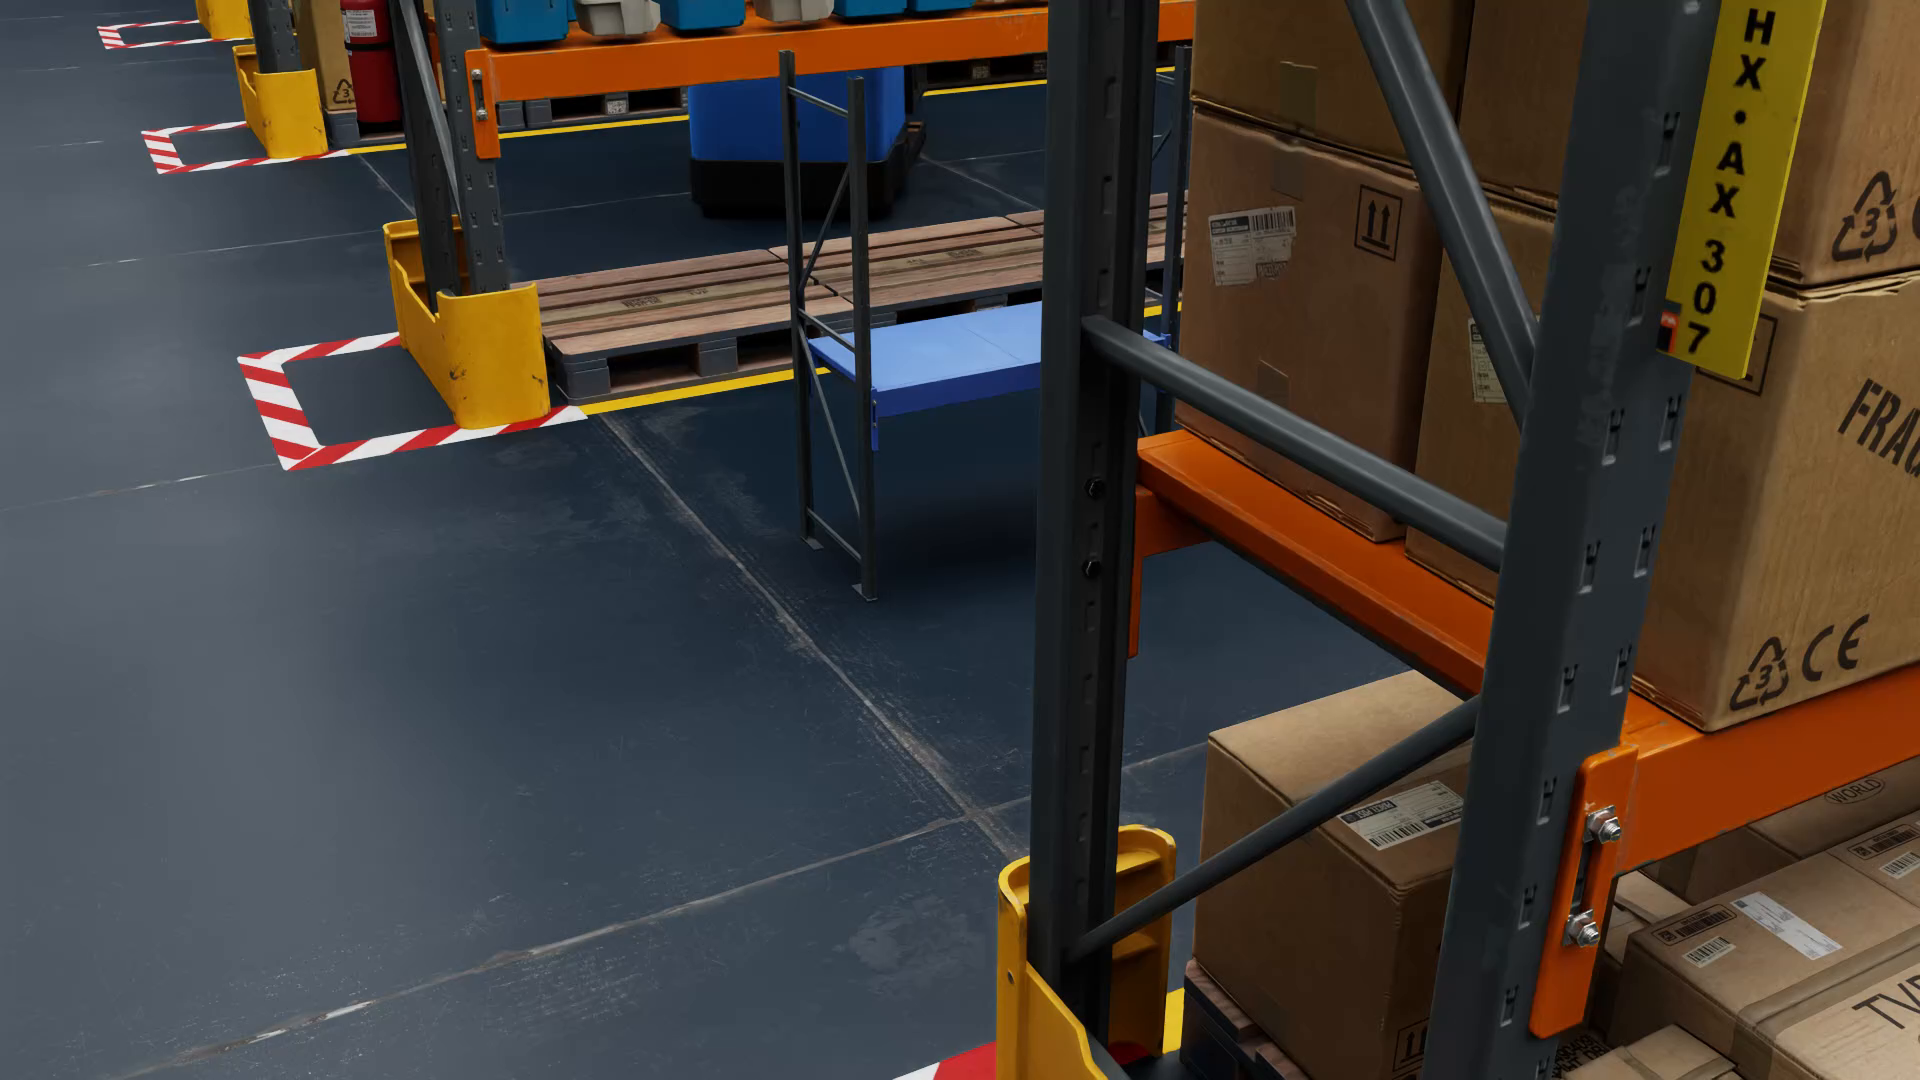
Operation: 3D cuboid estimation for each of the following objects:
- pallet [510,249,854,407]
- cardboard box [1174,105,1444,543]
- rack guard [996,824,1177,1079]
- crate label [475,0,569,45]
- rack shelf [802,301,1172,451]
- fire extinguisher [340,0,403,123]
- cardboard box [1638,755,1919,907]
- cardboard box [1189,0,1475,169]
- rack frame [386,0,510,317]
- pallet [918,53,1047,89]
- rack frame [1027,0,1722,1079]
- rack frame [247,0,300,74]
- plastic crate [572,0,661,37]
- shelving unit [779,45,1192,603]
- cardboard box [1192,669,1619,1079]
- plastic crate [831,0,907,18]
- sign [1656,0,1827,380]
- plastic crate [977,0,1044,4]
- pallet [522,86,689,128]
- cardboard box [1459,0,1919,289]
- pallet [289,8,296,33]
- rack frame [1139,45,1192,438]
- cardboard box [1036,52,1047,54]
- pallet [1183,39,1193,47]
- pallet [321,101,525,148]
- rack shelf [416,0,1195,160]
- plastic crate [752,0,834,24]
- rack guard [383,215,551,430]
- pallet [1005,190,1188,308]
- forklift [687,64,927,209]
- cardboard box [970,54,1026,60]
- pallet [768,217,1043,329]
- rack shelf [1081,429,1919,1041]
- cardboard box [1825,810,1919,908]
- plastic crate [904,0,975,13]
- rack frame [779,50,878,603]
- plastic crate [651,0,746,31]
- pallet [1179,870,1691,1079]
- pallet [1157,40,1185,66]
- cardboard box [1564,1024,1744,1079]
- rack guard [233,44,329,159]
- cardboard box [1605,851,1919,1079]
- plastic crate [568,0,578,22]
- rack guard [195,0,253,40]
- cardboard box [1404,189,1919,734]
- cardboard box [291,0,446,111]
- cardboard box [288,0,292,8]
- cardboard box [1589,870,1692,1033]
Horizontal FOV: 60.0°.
[{"bbox_3d":[-1.179,-0.910,6.901,1.213,0.211,1.003,-13,29,-25],"label":"pallet"},{"bbox_3d":[0.670,-0.362,2.422,0.500,0.500,0.500,-12,28,-24],"label":"cardboard box"},{"bbox_3d":[0.470,0.990,2.610,0.348,0.500,1.175,-13,29,-25],"label":"rack guard"},{"bbox_3d":[-1.552,-1.890,5.845,0.303,0.233,0.416,-13,29,-25],"label":"crate label"},{"bbox_3d":[0.075,-0.531,5.039,1.000,0.185,0.538,-13,29,-25],"label":"rack shelf"},{"bbox_3d":[-2.272,-1.954,6.374,0.183,0.674,0.296,-13,29,-25],"label":"fire extinguisher"},{"bbox_3d":[1.619,0.533,3.343,0.500,0.250,0.500,-13,29,-25],"label":"cardboard box"},{"bbox_3d":[0.666,-0.813,2.206,0.500,0.500,0.500,-13,29,-26],"label":"cardboard box"},{"bbox_3d":[-1.925,-2.014,5.979,0.127,3.000,1.000,-13,29,-25],"label":"rack frame"},{"bbox_3d":[-0.080,-3.649,12.606,1.213,0.211,1.003,-13,29,-25],"label":"pallet"},{"bbox_3d":[0.404,-0.120,2.034,0.053,2.616,0.949,-13,29,-25],"label":"rack frame"},{"bbox_3d":[-4.255,-3.905,9.918,0.127,3.000,1.000,-13,29,-25],"label":"rack frame"},{"bbox_3d":[-1.230,-1.880,5.936,0.298,0.136,0.250,-13,29,-25],"label":"plastic crate"},{"bbox_3d":[0.075,-0.693,4.962,1.048,1.500,0.538,-13,29,-25],"label":"shelving unit"},{"bbox_3d":[0.767,0.602,2.909,0.500,0.500,0.500,-13,29,-25],"label":"cardboard box"},{"bbox_3d":[-0.390,-2.158,6.403,0.300,0.233,0.416,-13,29,-25],"label":"plastic crate"},{"bbox_3d":[0.658,-0.304,1.418,0.005,0.325,0.100,-13,29,-25],"label":"sign"},{"bbox_3d":[0.210,-2.267,6.742,0.466,0.136,0.293,-13,29,-25],"label":"plastic crate"},{"bbox_3d":[-2.511,-3.088,11.437,1.213,0.211,1.003,-13,29,-25],"label":"pallet"},{"bbox_3d":[0.919,-0.607,1.777,0.500,0.500,0.500,-12,28,-24],"label":"cardboard box"},{"bbox_3d":[-5.700,-4.731,14.859,1.213,0.211,1.003,-13,29,-25],"label":"pallet"},{"bbox_3d":[0.524,-0.797,5.177,0.032,1.500,0.500,-13,29,-25],"label":"rack frame"},{"bbox_3d":[0.618,-4.272,12.651,0.875,0.875,1.225,-14,29,-27],"label":"cardboard box"},{"bbox_3d":[2.073,-4.146,13.641,1.213,0.211,1.003,-13,29,-25],"label":"pallet"},{"bbox_3d":[-3.587,-2.841,10.923,1.213,0.211,1.003,-13,29,-25],"label":"pallet"},{"bbox_3d":[-0.160,-2.097,6.983,4.000,0.370,1.077,-13,29,-25],"label":"rack shelf"},{"bbox_3d":[-0.631,-2.018,6.224,0.298,0.136,0.250,-13,29,-25],"label":"plastic crate"},{"bbox_3d":[-1.940,-0.877,6.499,0.348,0.500,1.175,-13,29,-25],"label":"rack guard"},{"bbox_3d":[0.974,-1.407,7.936,1.213,0.211,1.003,-13,29,-25],"label":"pallet"},{"bbox_3d":[-0.788,-3.654,9.474,1.130,2.935,3.031,2,26,4],"label":"forklift"},{"bbox_3d":[-0.171,-4.089,12.272,0.875,0.875,1.225,-13,29,-25],"label":"cardboard box"},{"bbox_3d":[-0.104,-1.157,7.415,1.213,0.211,1.003,-13,29,-25],"label":"pallet"},{"bbox_3d":[2.168,-0.204,3.041,4.000,0.370,1.077,-13,29,-25],"label":"rack shelf"},{"bbox_3d":[1.899,0.714,2.966,0.500,0.250,0.500,-13,29,-25],"label":"cardboard box"},{"bbox_3d":[-0.125,-2.219,6.531,0.300,0.233,0.416,-13,29,-25],"label":"plastic crate"},{"bbox_3d":[-0.373,-0.590,4.746,0.032,1.500,0.500,-13,29,-25],"label":"rack frame"},{"bbox_3d":[-0.971,-2.024,6.124,0.300,0.233,0.416,-13,29,-25],"label":"plastic crate"},{"bbox_3d":[1.173,0.958,3.012,1.213,0.211,1.003,-13,29,-25],"label":"pallet"},{"bbox_3d":[0.997,-3.899,13.127,1.213,0.211,1.003,-13,29,-25],"label":"pallet"},{"bbox_3d":[1.155,0.953,2.565,0.250,0.166,0.380,-13,29,-25],"label":"cardboard box"},{"bbox_3d":[-4.277,-2.774,10.449,0.348,0.500,1.175,-13,29,-25],"label":"rack guard"},{"bbox_3d":[1.457,0.816,2.754,0.500,0.250,0.500,-13,29,-25],"label":"cardboard box"},{"bbox_3d":[-1.717,-2.196,6.249,0.499,0.435,0.616,-13,29,-25],"label":"plastic crate"},{"bbox_3d":[-6.433,-4.709,14.480,0.348,0.500,1.175,-13,29,-25],"label":"rack guard"},{"bbox_3d":[0.919,-0.156,1.994,0.500,0.500,0.500,-12,28,-24],"label":"cardboard box"},{"bbox_3d":[-3.728,-3.298,10.622,0.875,0.875,0.875,-13,29,-25],"label":"cardboard box"},{"bbox_3d":[-5.887,-4.709,14.400,0.250,0.149,0.380,-12,28,-24],"label":"cardboard box"},{"bbox_3d":[1.166,0.705,3.082,0.250,0.166,0.380,-13,29,-25],"label":"cardboard box"}]
